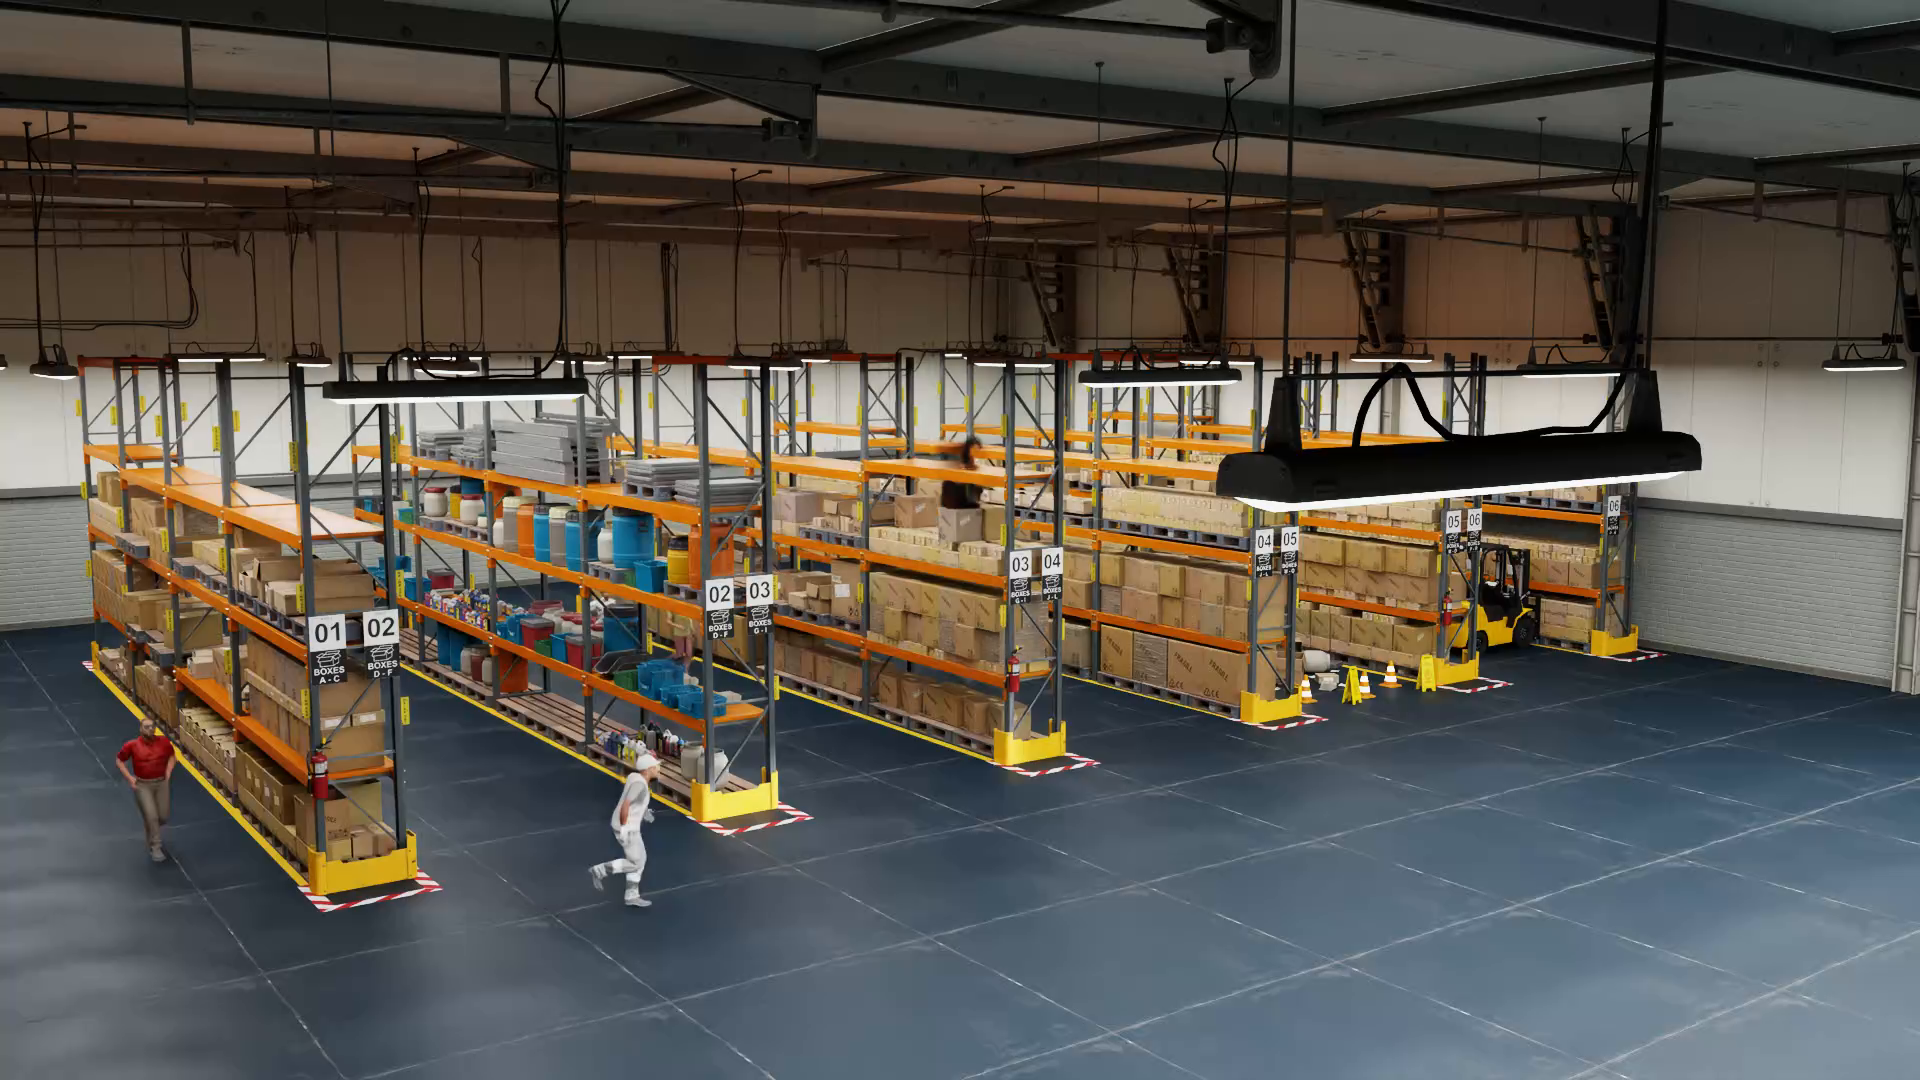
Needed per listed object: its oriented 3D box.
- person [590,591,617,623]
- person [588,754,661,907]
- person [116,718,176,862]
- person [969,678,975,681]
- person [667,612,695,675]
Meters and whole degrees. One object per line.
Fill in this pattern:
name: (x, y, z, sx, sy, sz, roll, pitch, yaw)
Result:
person: (-6.686, 1.696, 31.407, 0.573, 1.739, 0.783, -7, 10, -44)
person: (-3.744, 3.255, 18.591, 0.837, 1.716, 0.655, -3, 7, -20)
person: (-9.951, 3.022, 20.409, 0.671, 1.719, 0.774, -6, 9, -42)
person: (0.502, 1.742, 29.964, 0.857, 1.649, 0.726, 6, 9, 41)
person: (-5.203, 1.765, 30.990, 0.583, 1.634, 0.701, -6, 9, -40)
